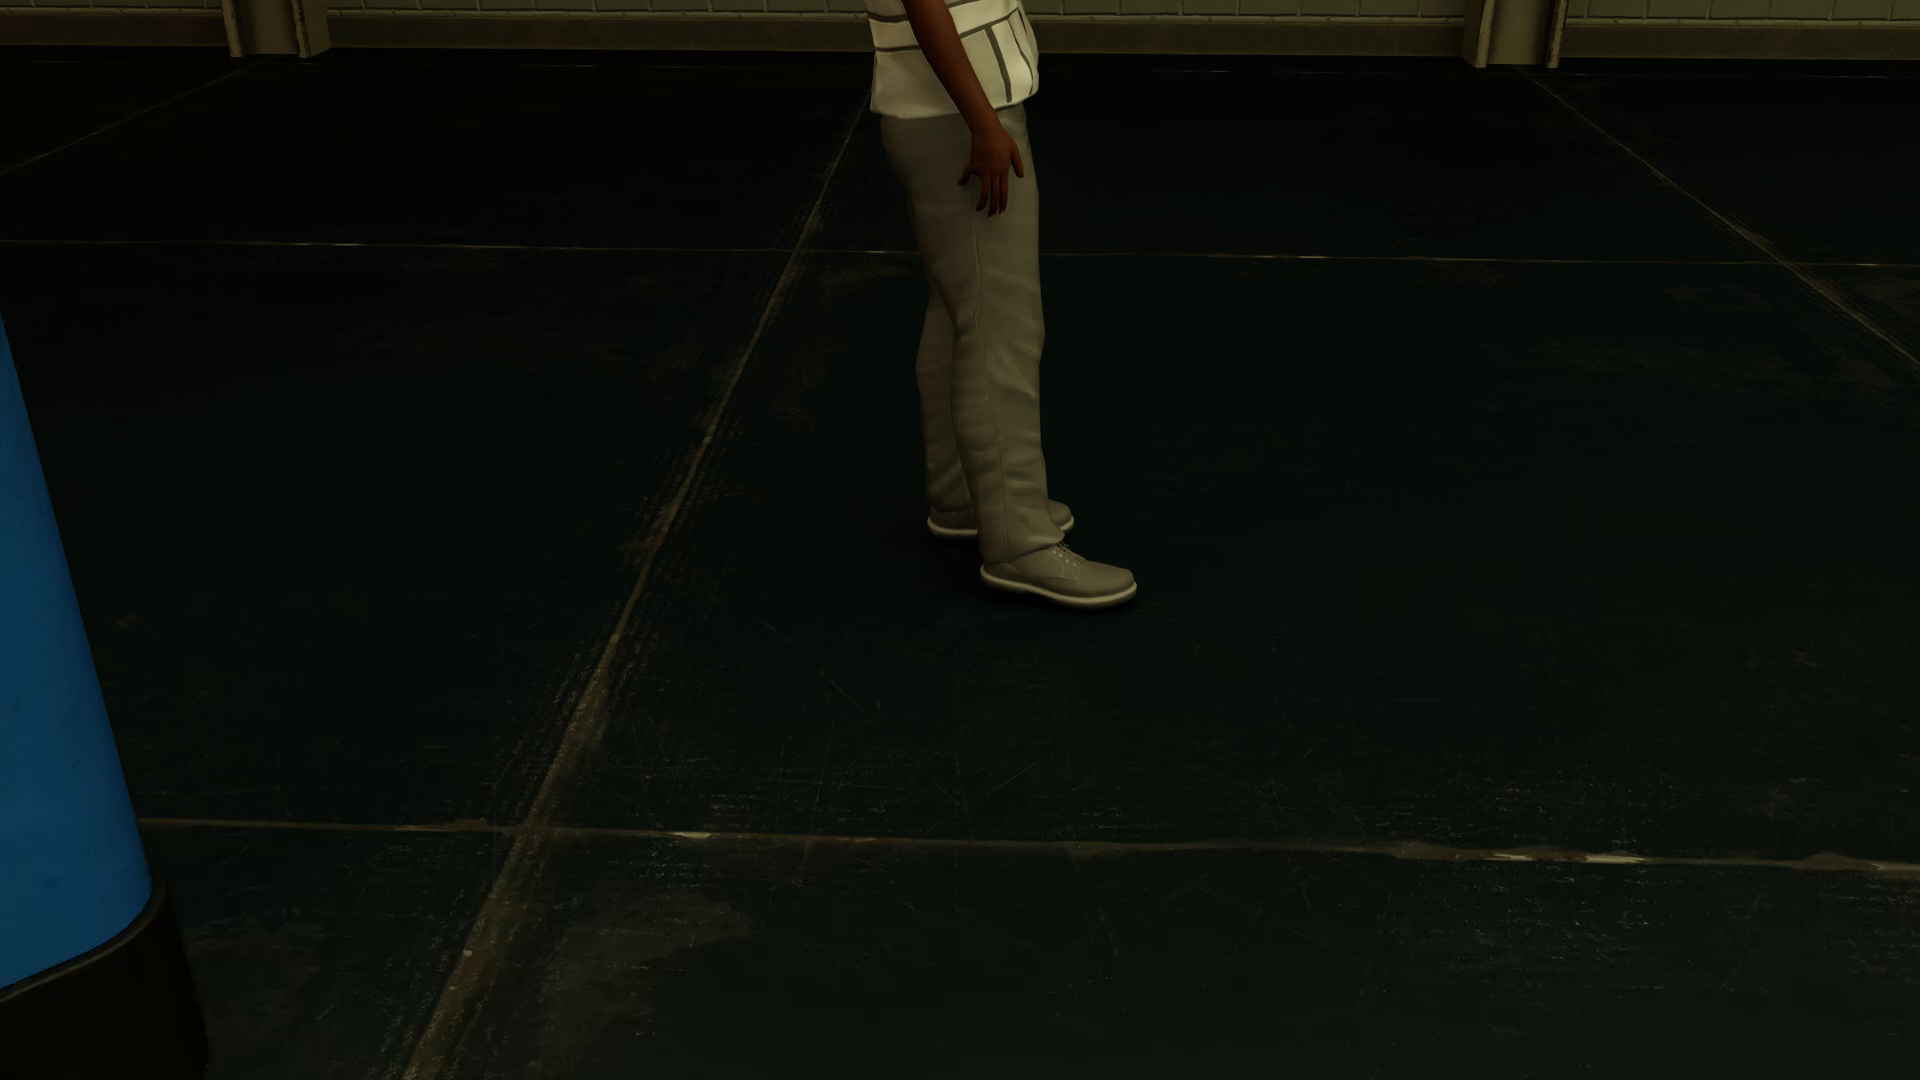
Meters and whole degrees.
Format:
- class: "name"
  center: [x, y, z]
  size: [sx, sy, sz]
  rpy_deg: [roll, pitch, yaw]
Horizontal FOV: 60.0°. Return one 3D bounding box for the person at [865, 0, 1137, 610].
- class: "person"
  center: [0.074, -0.756, 2.933]
  size: [0.528, 1.695, 0.569]
  rpy_deg: [1, 26, 2]
